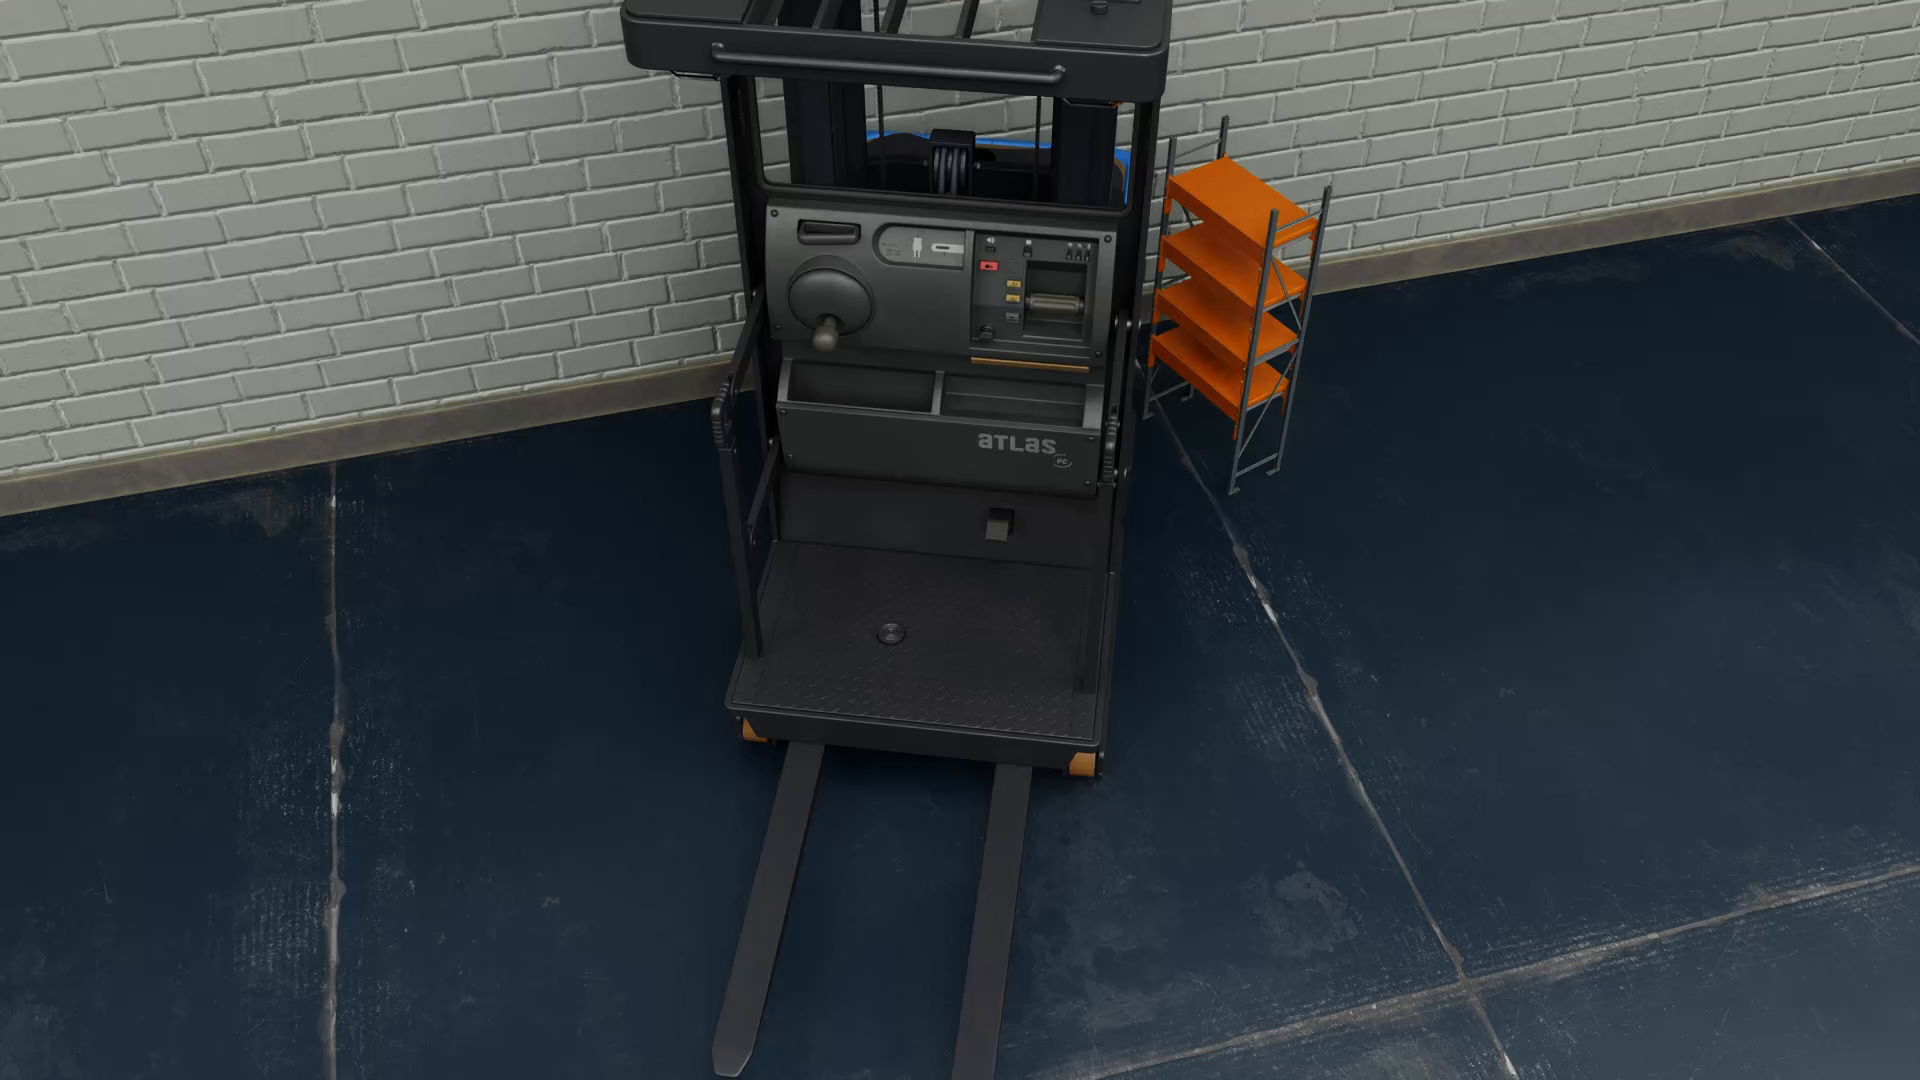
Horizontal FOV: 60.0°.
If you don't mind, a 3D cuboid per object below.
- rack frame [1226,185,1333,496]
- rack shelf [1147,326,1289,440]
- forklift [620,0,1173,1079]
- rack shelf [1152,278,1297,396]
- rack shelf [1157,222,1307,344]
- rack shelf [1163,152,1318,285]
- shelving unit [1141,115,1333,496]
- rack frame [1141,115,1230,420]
[{"bbox_3d":[1.048,-0.627,5.525,0.240,1.200,0.015,-26,51,-23],"label":"rack frame"},{"bbox_3d":[0.912,-0.586,5.856,0.258,0.148,0.480,-26,51,-23],"label":"rack shelf"},{"bbox_3d":[-0.082,-0.581,4.268,1.130,2.935,3.031,5,46,5],"label":"forklift"},{"bbox_3d":[0.912,-0.725,5.714,0.258,0.148,0.480,-26,51,-23],"label":"rack shelf"},{"bbox_3d":[0.912,-0.881,5.555,0.258,0.148,0.480,-26,51,-23],"label":"rack shelf"},{"bbox_3d":[0.912,-1.047,5.386,0.258,0.148,0.480,-26,51,-23],"label":"rack shelf"},{"bbox_3d":[0.912,-0.772,5.666,0.258,1.200,0.503,-26,51,-23],"label":"shelving unit"},{"bbox_3d":[0.776,-0.916,5.808,0.240,1.200,0.015,-26,51,-23],"label":"rack frame"}]
